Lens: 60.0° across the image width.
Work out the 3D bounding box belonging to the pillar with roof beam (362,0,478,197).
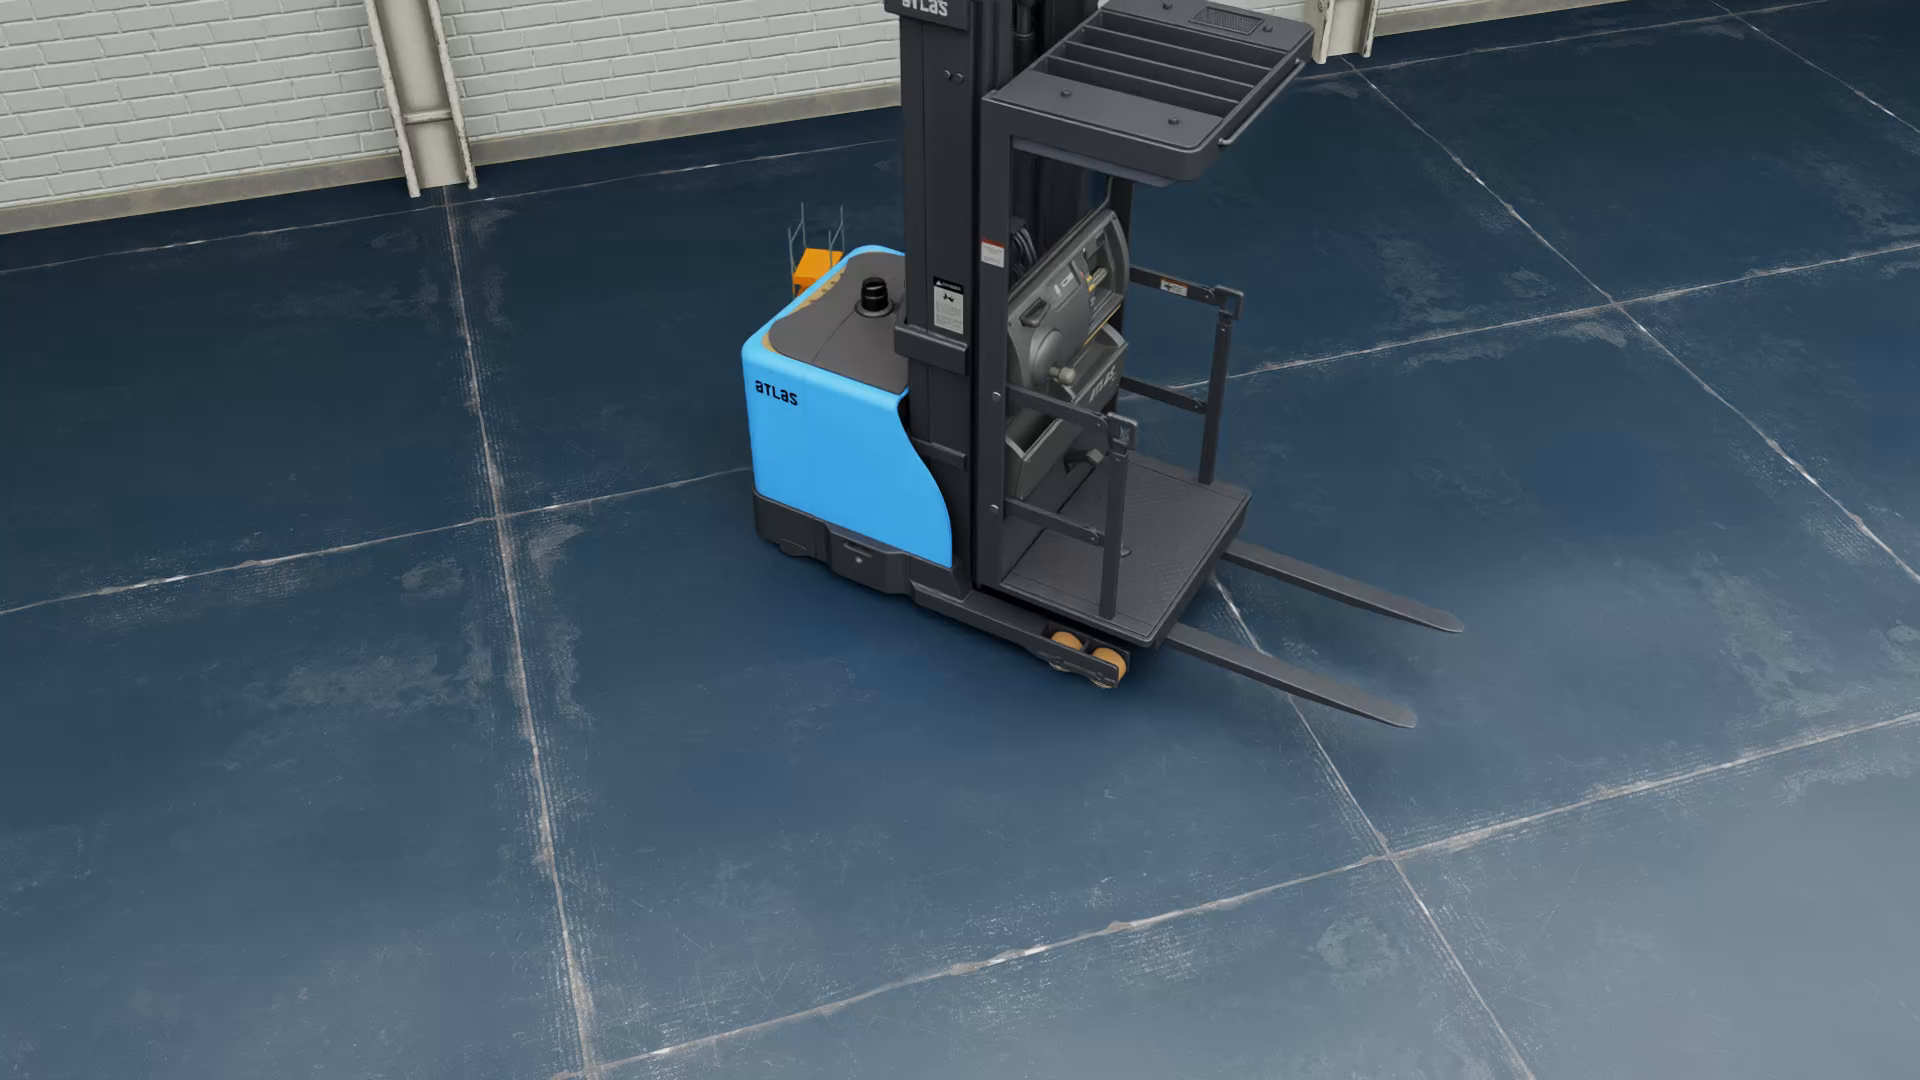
[{"bbox_3d":[-1.850,-2.872,4.047,0.400,9.000,9.100,-12,42,-13],"label":"pillar with roof beam"}]

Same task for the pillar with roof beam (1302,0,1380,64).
[{"bbox_3d":[3.873,-4.058,5.405,0.400,9.000,9.100,-12,42,-13],"label":"pillar with roof beam"}]

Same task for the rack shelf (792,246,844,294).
[{"bbox_3d":[-0.646,-1.228,7.613,0.180,0.103,0.258,7,42,8],"label":"rack shelf"}]

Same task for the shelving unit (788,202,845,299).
[{"bbox_3d":[-0.646,-0.990,7.821,0.189,1.200,0.258,7,42,8],"label":"shelving unit"}]

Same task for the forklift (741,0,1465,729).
[{"bbox_3d":[0.607,-0.893,6.394,3.031,2.935,1.130,21,45,22],"label":"forklift"}]

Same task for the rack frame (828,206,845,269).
[{"bbox_3d":[-0.556,-0.979,7.808,0.006,1.200,0.240,7,42,8],"label":"rack frame"}]

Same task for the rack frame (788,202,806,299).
[{"bbox_3d":[-0.736,-1.001,7.834,0.006,1.200,0.240,7,42,8],"label":"rack frame"}]

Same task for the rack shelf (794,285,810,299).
[{"bbox_3d":[-0.646,-1.137,7.692,0.180,0.103,0.258,7,42,8],"label":"rack shelf"}]
